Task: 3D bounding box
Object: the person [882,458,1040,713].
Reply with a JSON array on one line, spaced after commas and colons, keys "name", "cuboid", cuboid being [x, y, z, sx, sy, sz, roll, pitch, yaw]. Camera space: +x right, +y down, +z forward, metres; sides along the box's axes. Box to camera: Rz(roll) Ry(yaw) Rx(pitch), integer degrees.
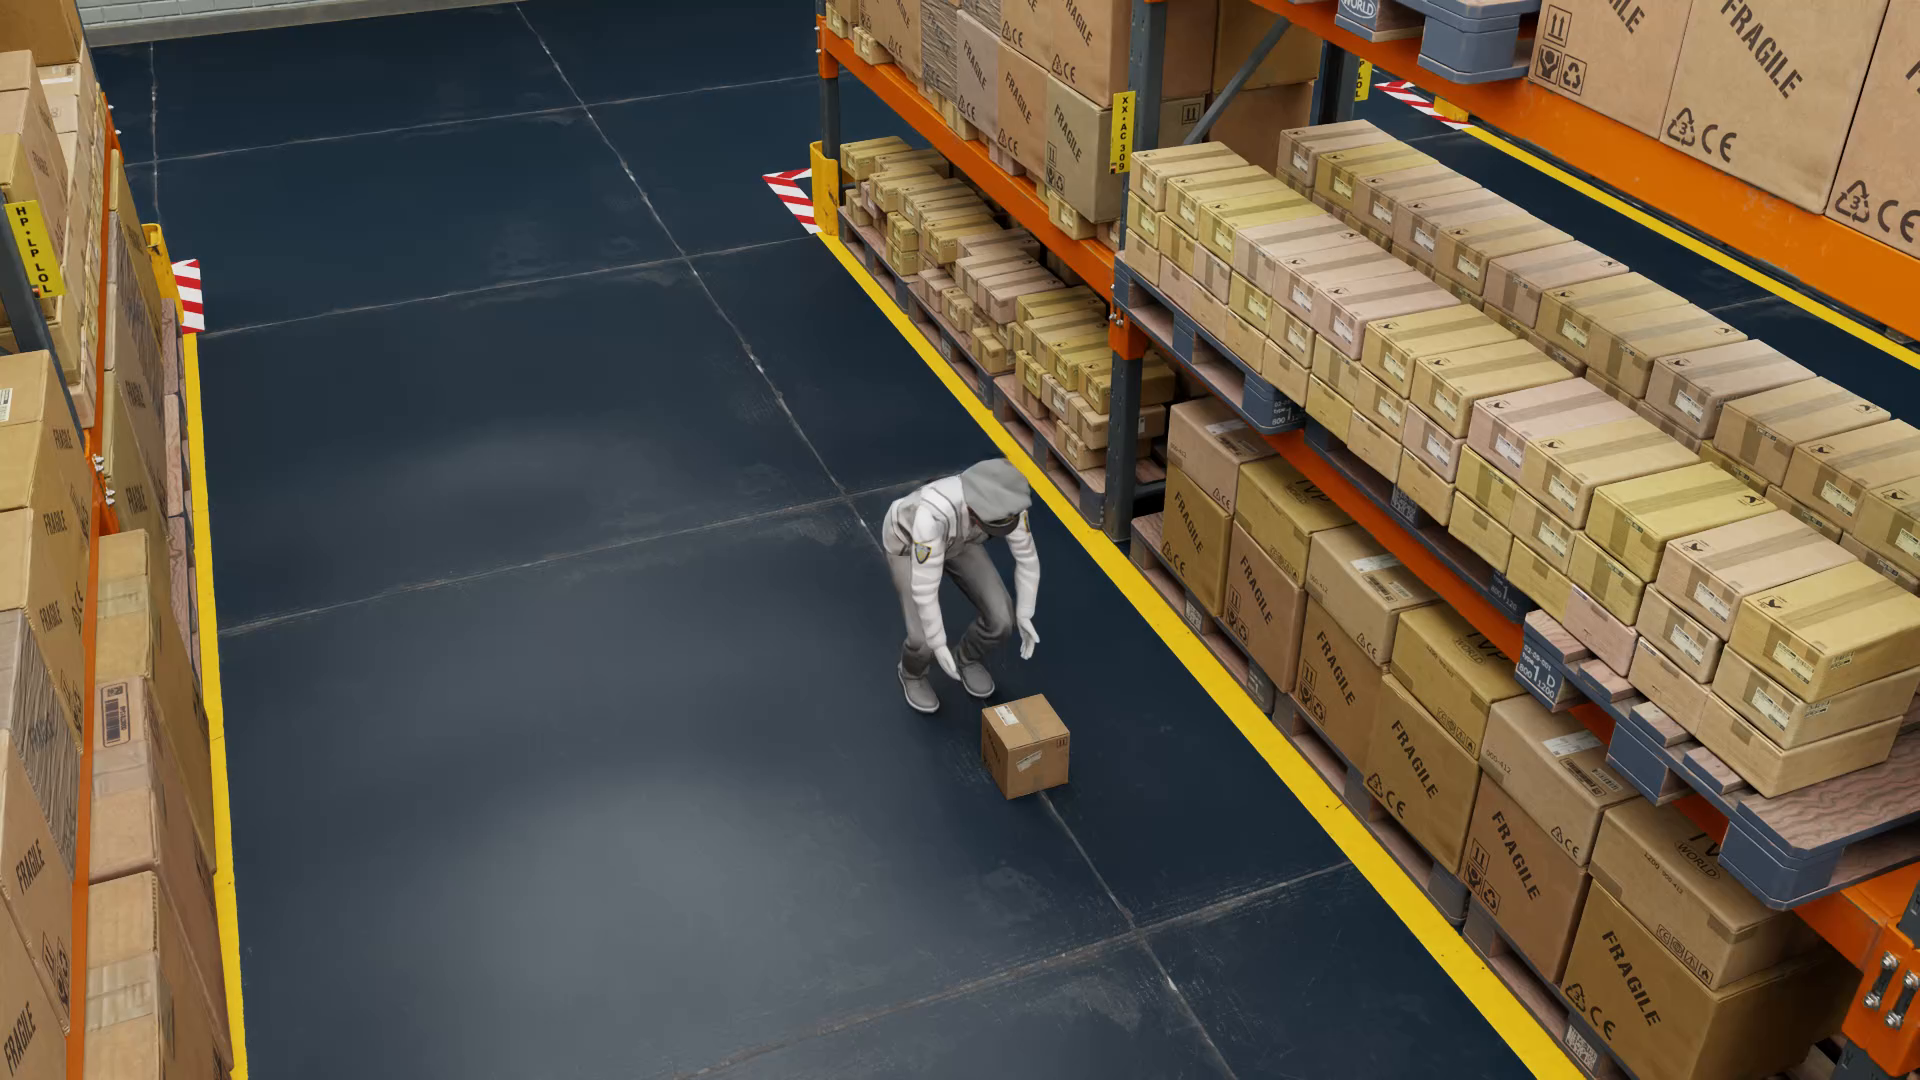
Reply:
[{"name": "person", "cuboid": [0.014, 0.132, 6.361, 0.525, 1.207, 0.787, -13, 36, -19]}]
